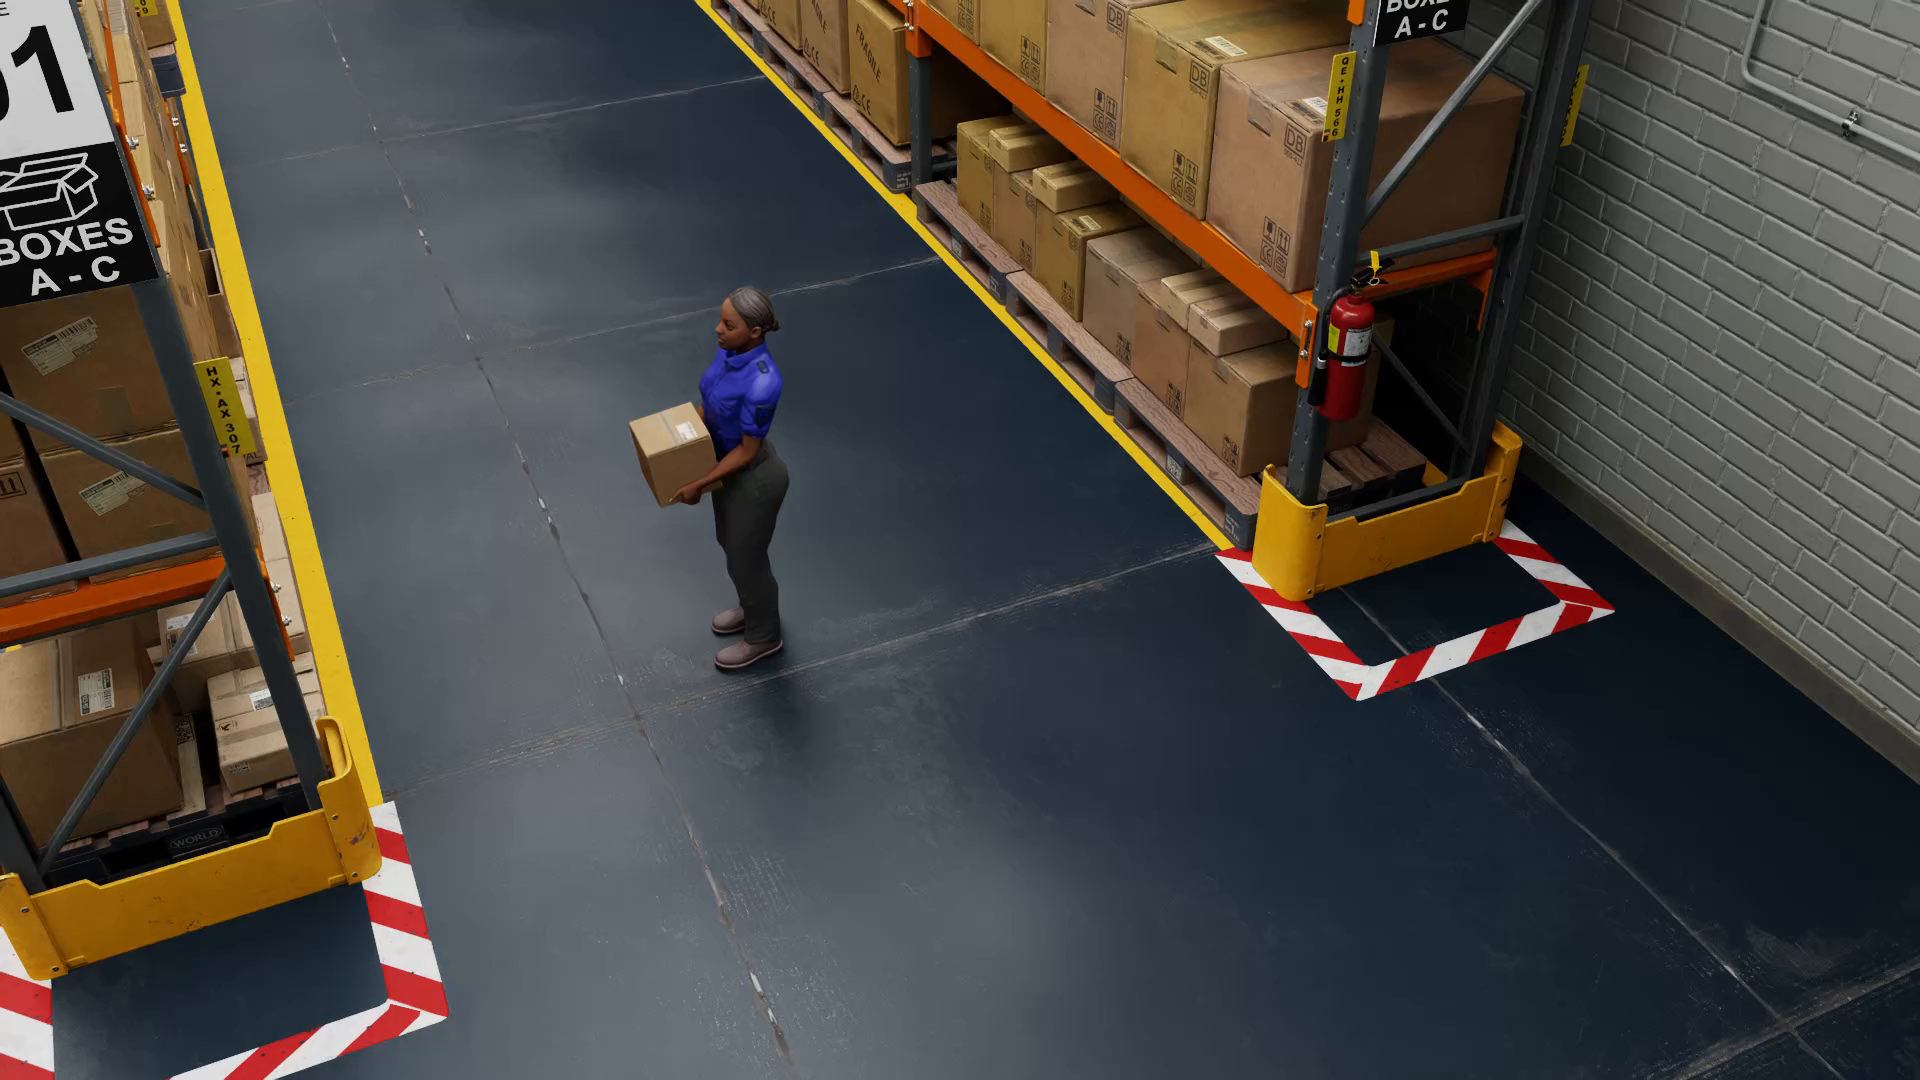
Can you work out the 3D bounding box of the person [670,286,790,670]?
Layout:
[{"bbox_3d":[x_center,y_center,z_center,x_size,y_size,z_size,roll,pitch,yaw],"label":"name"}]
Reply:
[{"bbox_3d":[-0.906,-0.227,6.460,0.517,1.647,0.450,-15,40,-19],"label":"person"}]
